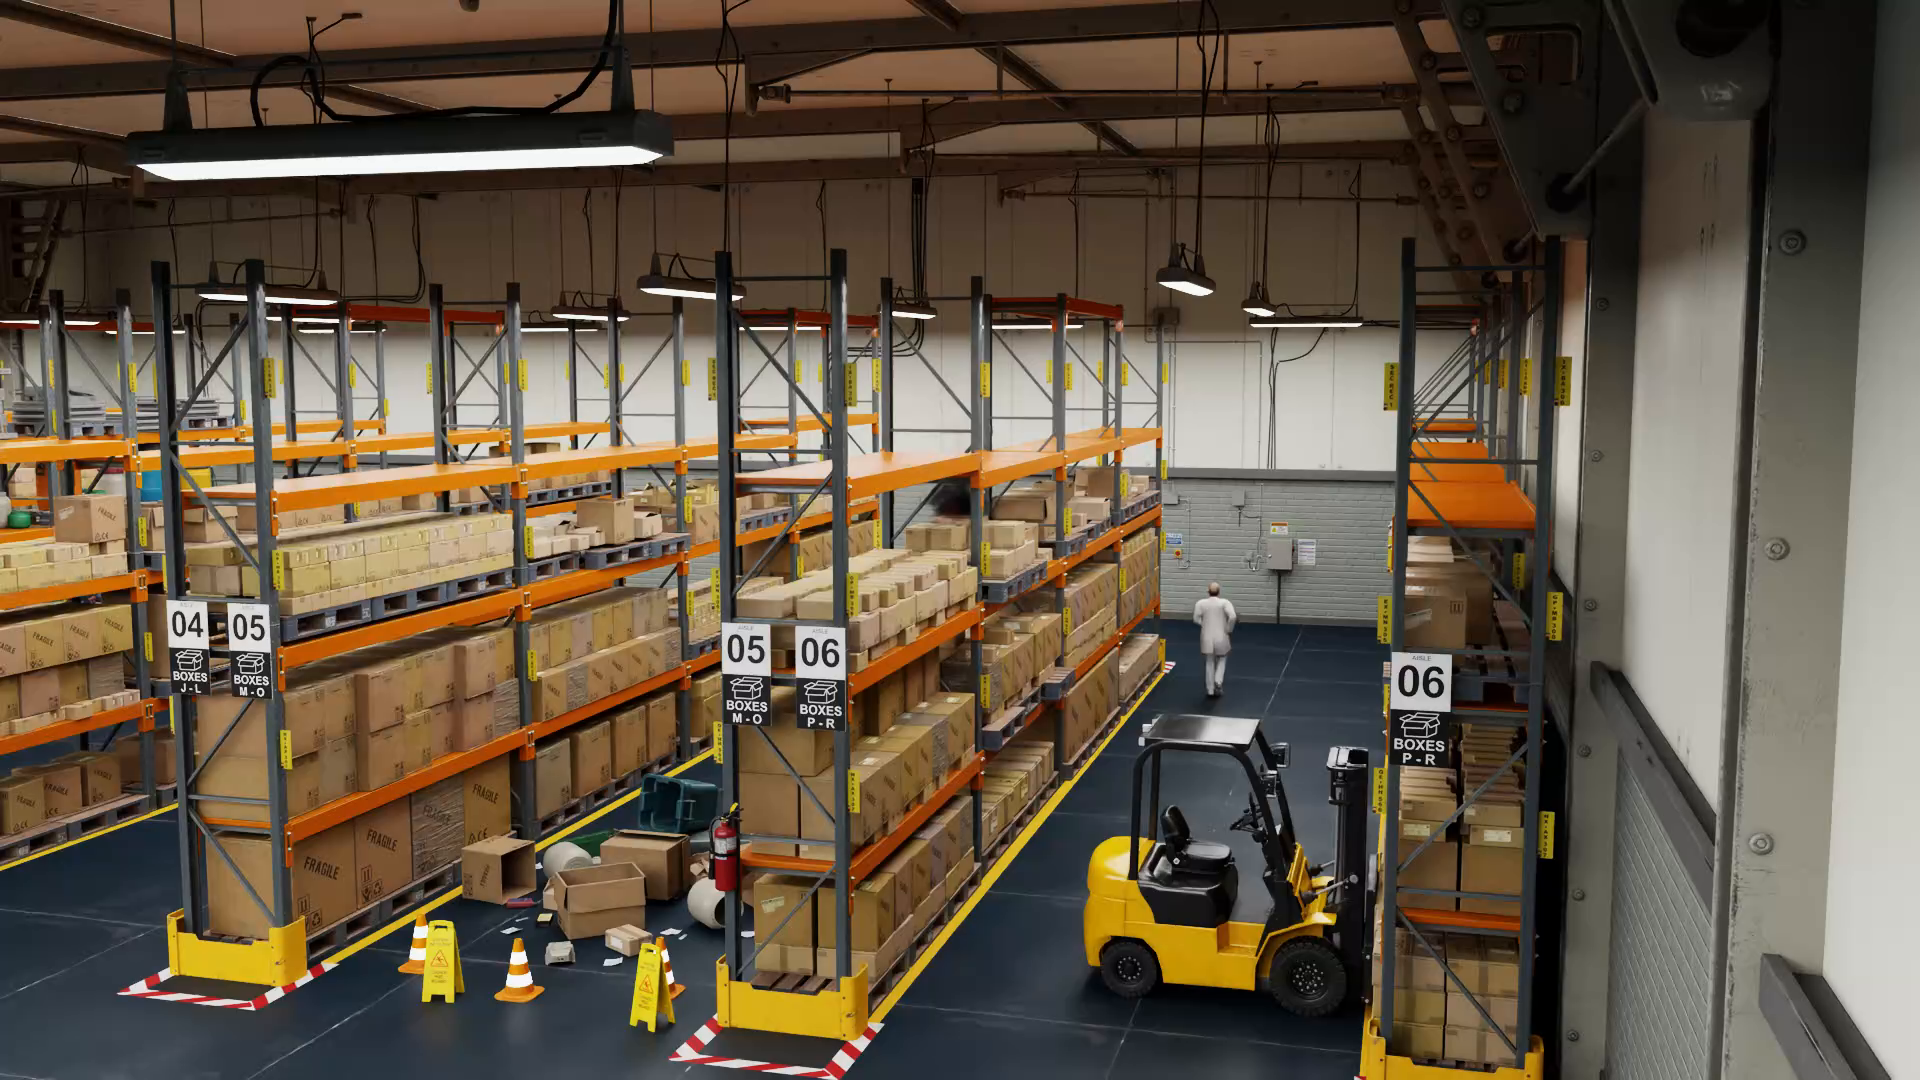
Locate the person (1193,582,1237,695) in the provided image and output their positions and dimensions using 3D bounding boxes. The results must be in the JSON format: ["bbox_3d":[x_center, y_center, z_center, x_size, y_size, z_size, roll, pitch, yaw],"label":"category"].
[{"bbox_3d":[3.983,1.566,25.959,0.687,1.827,0.687,1,6,14],"label":"person"}]
